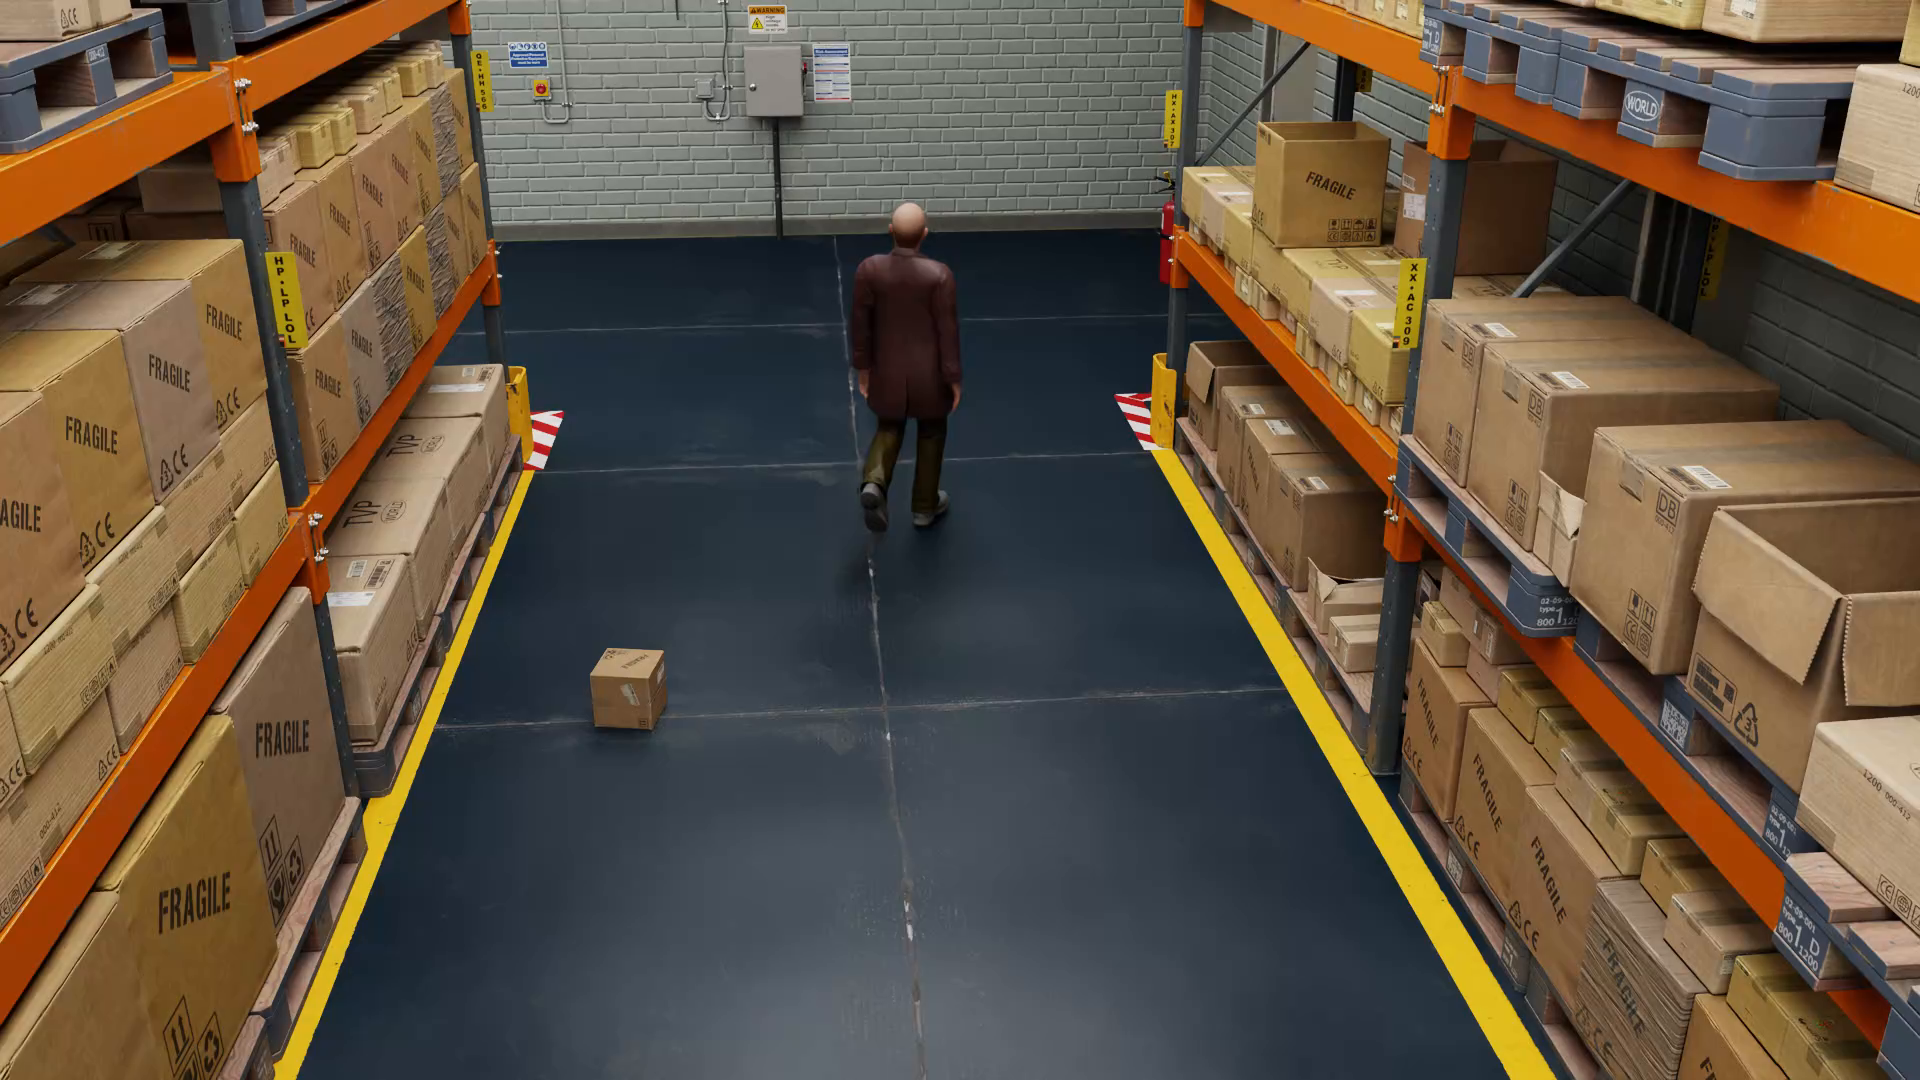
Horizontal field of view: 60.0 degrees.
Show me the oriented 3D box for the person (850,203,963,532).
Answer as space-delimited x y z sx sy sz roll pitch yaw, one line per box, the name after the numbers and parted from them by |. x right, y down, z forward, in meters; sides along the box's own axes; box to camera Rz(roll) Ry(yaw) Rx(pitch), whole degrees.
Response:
-0.274 -0.871 8.593 0.602 1.751 0.784 6 24 13 | person
